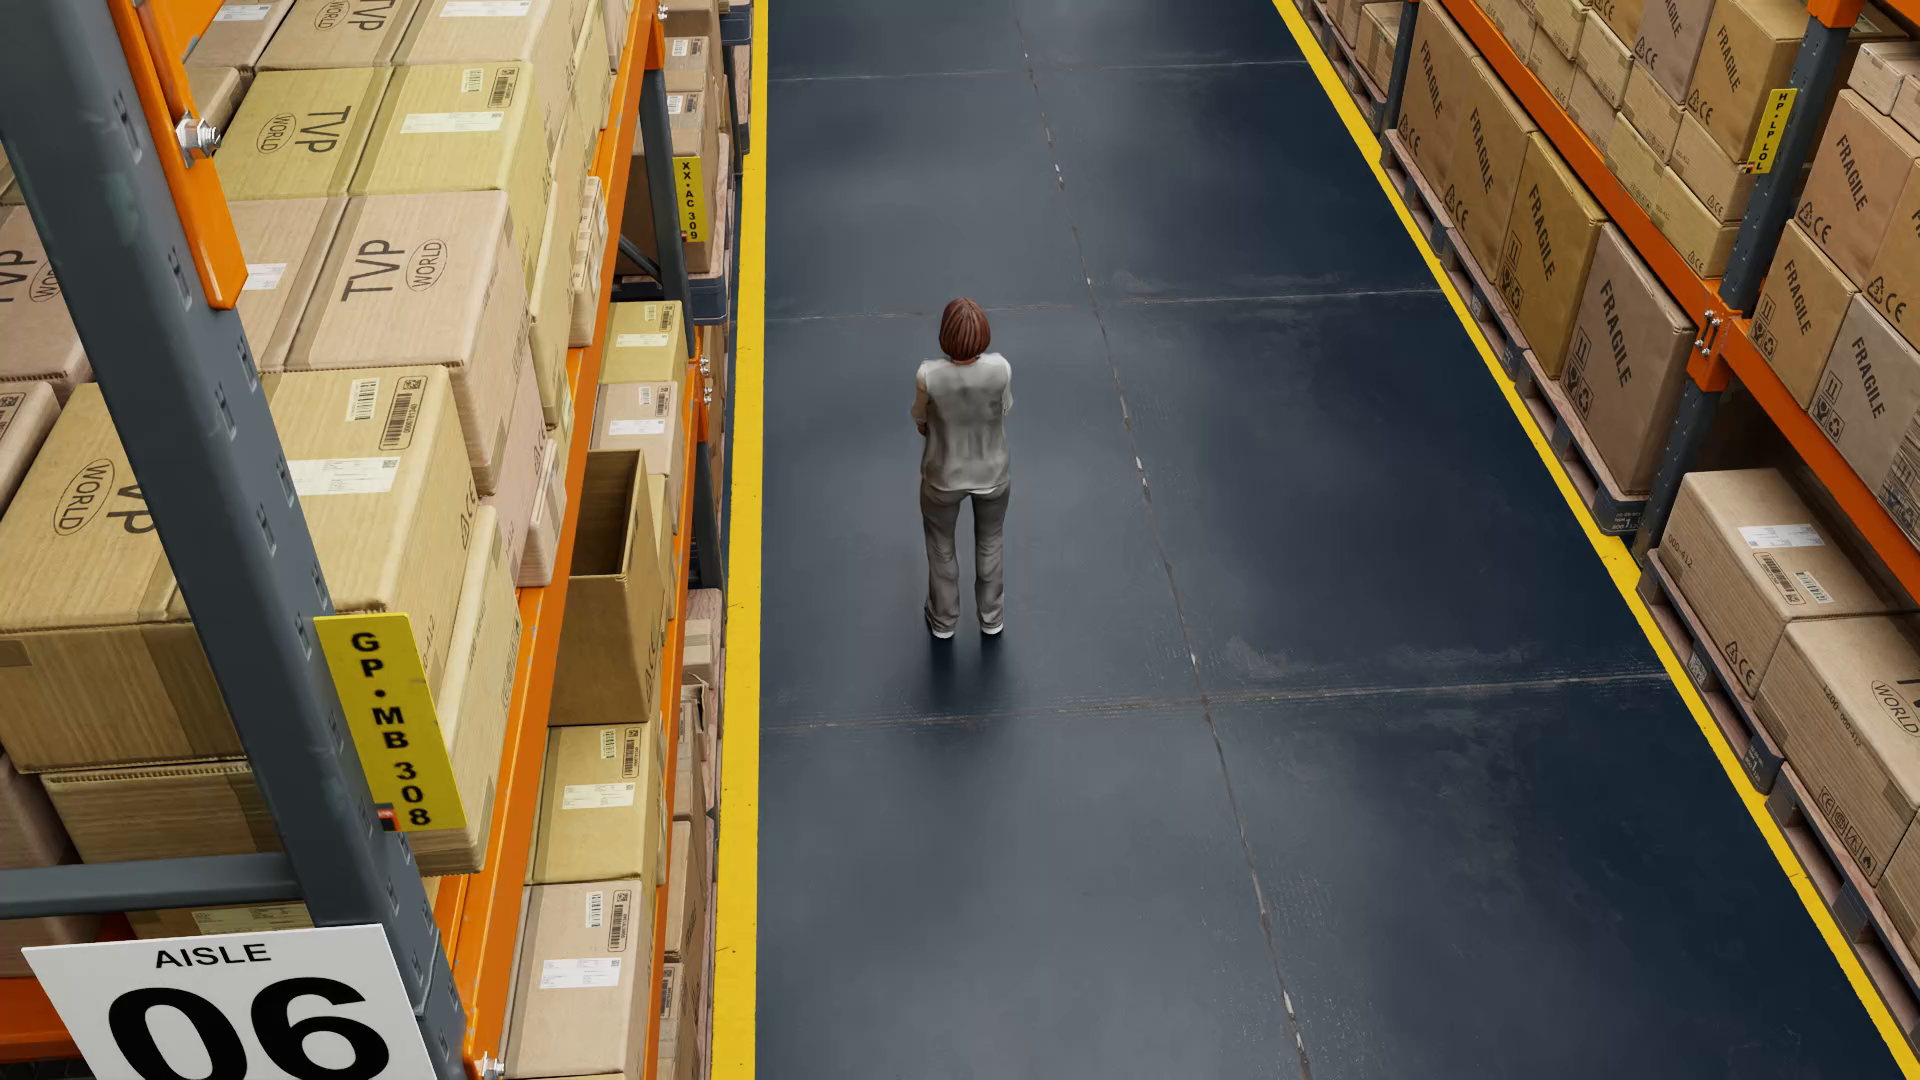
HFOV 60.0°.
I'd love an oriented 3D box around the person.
[{"bbox_3d":[0.008,-0.313,6.545,0.397,1.597,0.496,-5,40,-6],"label":"person"}]
